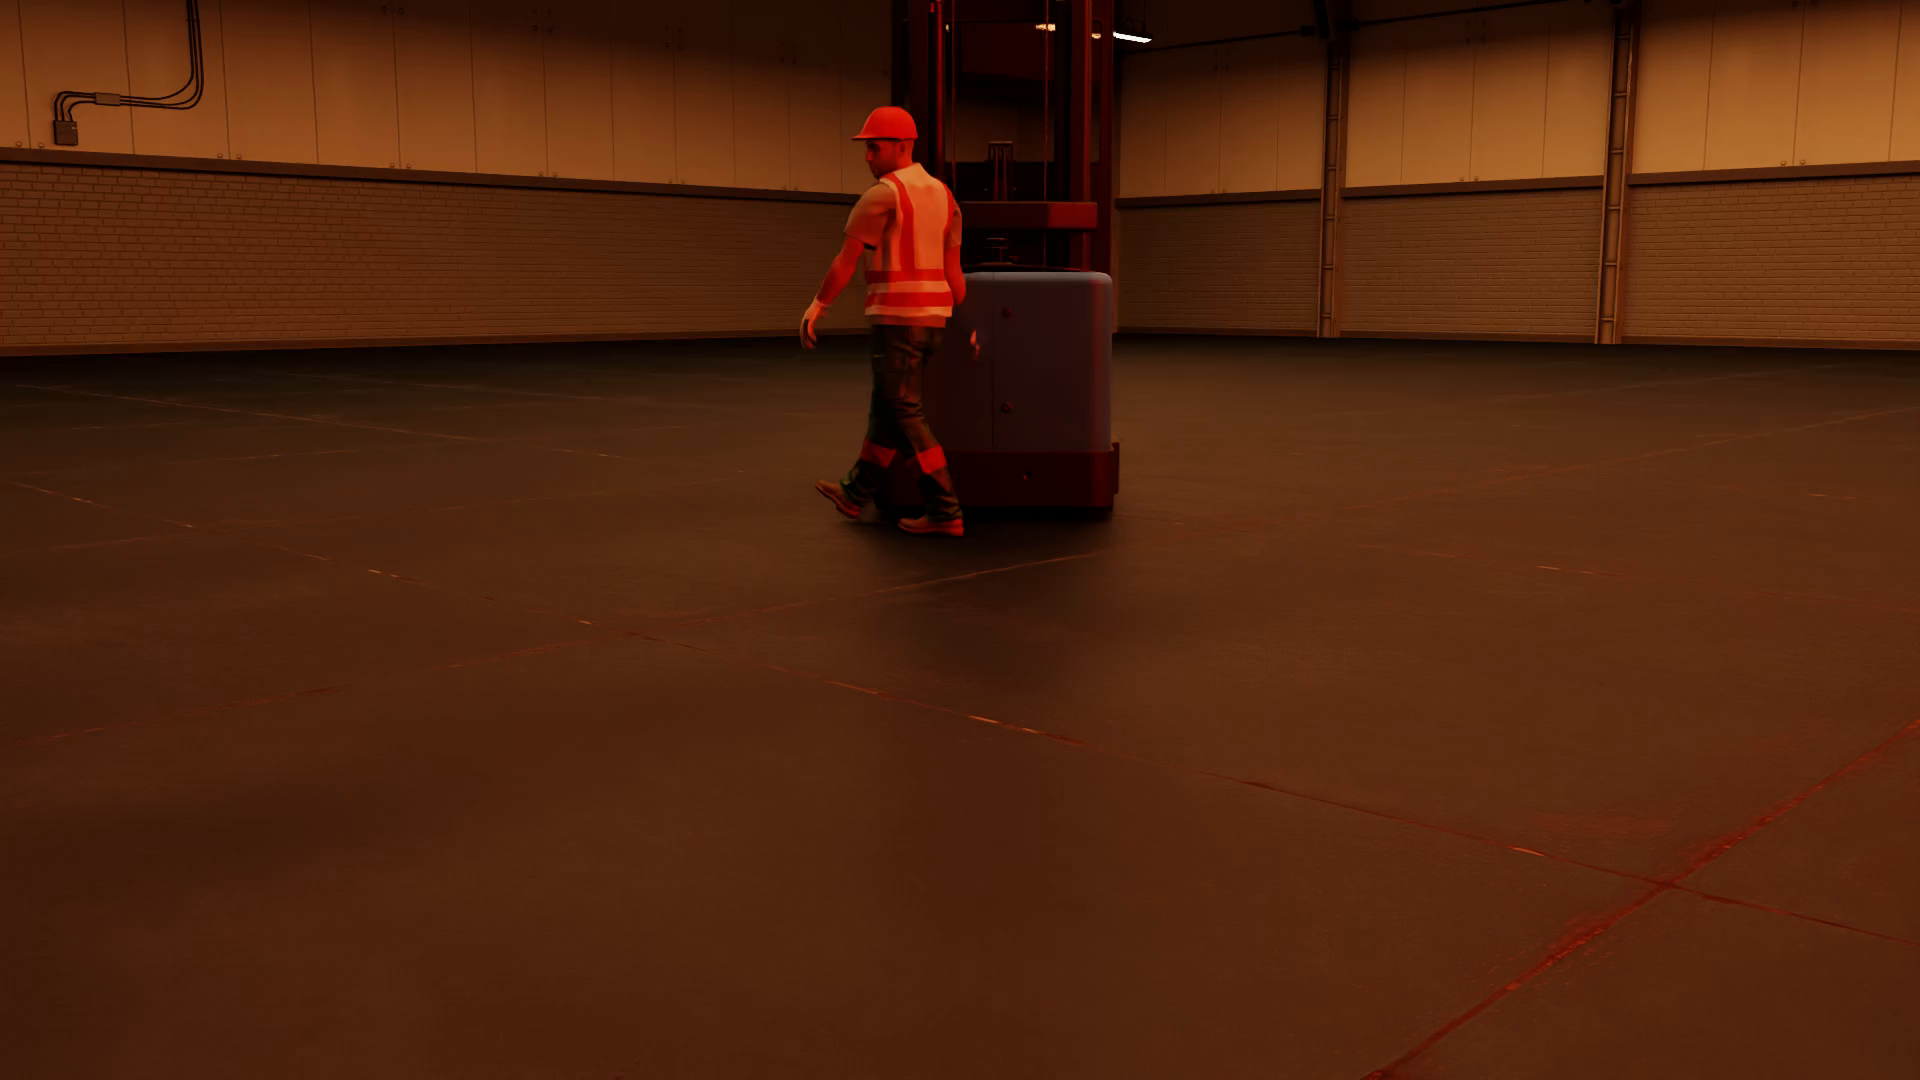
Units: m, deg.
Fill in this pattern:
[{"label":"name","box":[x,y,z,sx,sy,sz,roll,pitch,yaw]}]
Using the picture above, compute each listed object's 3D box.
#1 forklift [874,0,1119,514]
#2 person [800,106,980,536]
[{"label":"forklift","box":[0.218,-1.748,8.485,1.130,2.935,3.031,0,9,3]},{"label":"person","box":[-0.325,-0.921,6.988,0.904,1.734,0.730,5,10,30]}]
